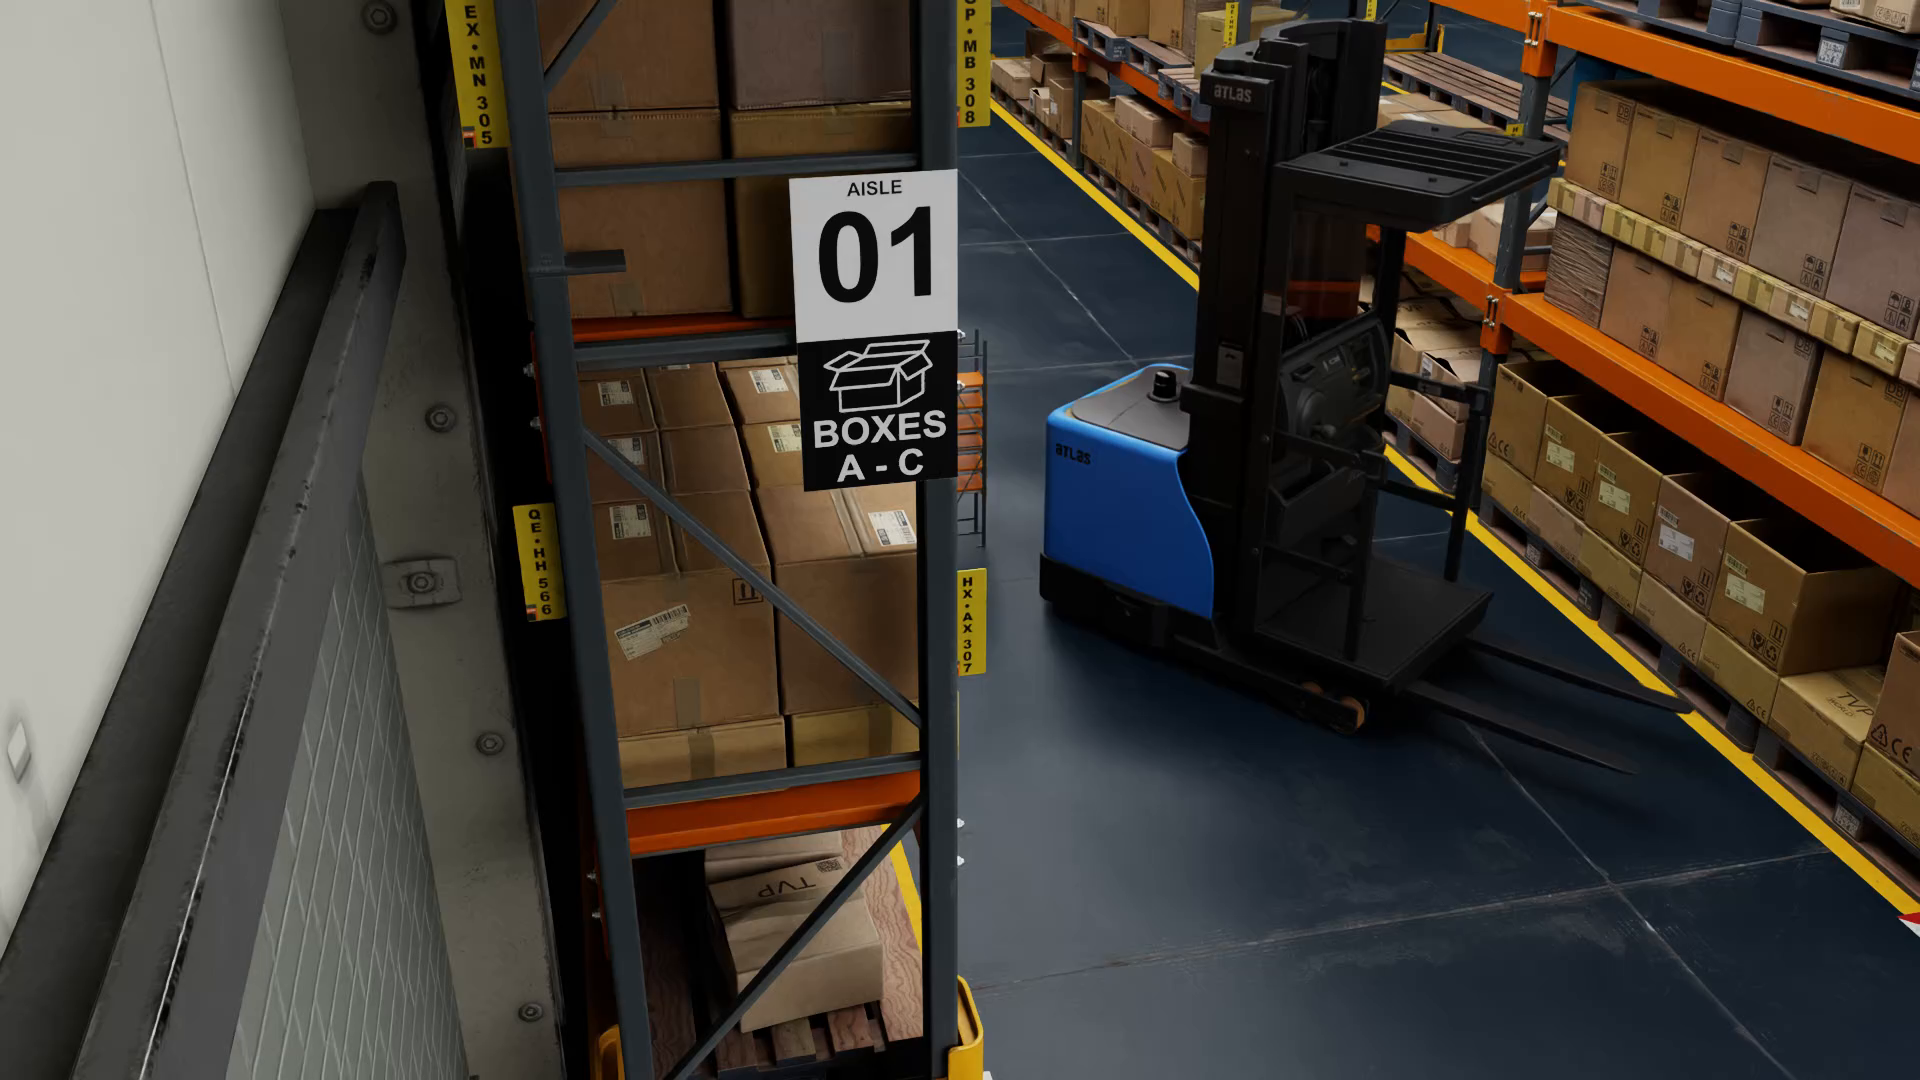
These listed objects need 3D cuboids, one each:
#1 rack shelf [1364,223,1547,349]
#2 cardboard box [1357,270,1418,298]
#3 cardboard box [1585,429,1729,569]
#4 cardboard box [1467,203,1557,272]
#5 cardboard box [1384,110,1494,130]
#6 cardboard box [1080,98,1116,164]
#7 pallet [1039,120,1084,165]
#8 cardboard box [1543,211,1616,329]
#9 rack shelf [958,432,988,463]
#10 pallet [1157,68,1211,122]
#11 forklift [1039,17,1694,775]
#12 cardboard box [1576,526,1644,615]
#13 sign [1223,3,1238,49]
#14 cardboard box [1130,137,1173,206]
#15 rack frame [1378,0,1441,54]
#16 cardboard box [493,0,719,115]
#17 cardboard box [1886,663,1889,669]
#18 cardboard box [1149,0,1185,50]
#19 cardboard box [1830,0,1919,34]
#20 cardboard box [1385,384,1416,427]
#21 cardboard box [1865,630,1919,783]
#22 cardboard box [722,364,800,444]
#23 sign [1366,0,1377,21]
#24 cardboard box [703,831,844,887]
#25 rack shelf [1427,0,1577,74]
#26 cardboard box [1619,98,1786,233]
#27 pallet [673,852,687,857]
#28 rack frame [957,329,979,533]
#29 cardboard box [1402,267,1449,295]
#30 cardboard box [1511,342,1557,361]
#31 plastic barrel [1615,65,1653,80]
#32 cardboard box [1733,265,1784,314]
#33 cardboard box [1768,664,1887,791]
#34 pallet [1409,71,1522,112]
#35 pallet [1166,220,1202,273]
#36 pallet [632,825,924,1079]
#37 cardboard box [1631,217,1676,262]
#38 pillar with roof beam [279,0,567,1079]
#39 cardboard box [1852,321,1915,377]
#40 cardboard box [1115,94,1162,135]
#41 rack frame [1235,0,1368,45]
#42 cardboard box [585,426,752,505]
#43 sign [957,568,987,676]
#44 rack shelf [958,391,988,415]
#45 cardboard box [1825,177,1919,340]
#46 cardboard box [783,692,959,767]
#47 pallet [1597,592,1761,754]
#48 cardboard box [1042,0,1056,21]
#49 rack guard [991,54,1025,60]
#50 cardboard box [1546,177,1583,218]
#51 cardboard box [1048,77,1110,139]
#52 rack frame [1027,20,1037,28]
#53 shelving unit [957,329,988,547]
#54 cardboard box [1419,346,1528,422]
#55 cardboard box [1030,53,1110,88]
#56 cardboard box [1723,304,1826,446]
[{"bbox_3d":[2.967,-2.150,10.979,1.077,0.370,4.000,-6,27,-12],"label":"rack shelf"},{"bbox_3d":[2.704,-1.620,11.094,0.500,0.311,0.500,-6,27,-12],"label":"cardboard box"},{"bbox_3d":[3.442,-0.214,8.097,0.500,0.500,0.500,-6,27,-12],"label":"cardboard box"},{"bbox_3d":[3.264,-1.738,9.531,0.500,0.250,0.500,-4,27,-8],"label":"cardboard box"},{"bbox_3d":[3.029,-2.428,10.620,0.500,0.500,0.500,-6,27,-12],"label":"cardboard box"},{"bbox_3d":[1.486,-3.949,16.030,0.500,0.500,0.500,-7,28,-14],"label":"cardboard box"},{"bbox_3d":[1.461,-4.162,17.262,1.003,0.211,1.213,-6,27,-12],"label":"pallet"},{"bbox_3d":[3.524,-1.444,8.670,0.700,0.500,0.500,-7,28,-13],"label":"cardboard box"},{"bbox_3d":[0.003,-0.490,8.987,0.258,0.103,0.180,-6,27,-12],"label":"rack shelf"},{"bbox_3d":[2.295,-3.554,13.175,1.213,0.211,1.003,-6,27,-12],"label":"pallet"},{"bbox_3d":[1.855,-0.702,7.387,3.031,2.935,1.130,21,34,36],"label":"forklift"},{"bbox_3d":[3.442,0.121,8.266,0.500,0.250,0.500,-6,27,-12],"label":"cardboard box"},{"bbox_3d":[1.989,-3.771,12.196,0.100,0.325,0.005,-6,27,-12],"label":"sign"},{"bbox_3d":[1.836,-3.273,14.692,0.500,0.500,0.500,-7,28,-14],"label":"cardboard box"},{"bbox_3d":[5.540,-7.363,20.508,1.000,3.000,0.127,-6,27,-12],"label":"rack frame"},{"bbox_3d":[-0.858,-1.334,3.993,0.500,0.500,0.500,-5,27,-9],"label":"cardboard box"},{"bbox_3d":[4.298,0.726,7.069,0.500,0.250,0.500,-6,27,-12],"label":"cardboard box"},{"bbox_3d":[2.073,-4.568,14.394,0.700,0.500,0.500,-13,30,-25],"label":"cardboard box"},{"bbox_3d":[3.677,-2.109,6.249,0.500,0.311,0.500,-3,27,-6],"label":"cardboard box"},{"bbox_3d":[2.929,-0.928,10.345,0.500,0.250,0.500,-6,27,-12],"label":"cardboard box"},{"bbox_3d":[3.908,0.663,6.361,0.500,0.500,0.500,-6,27,-12],"label":"cardboard box"},{"bbox_3d":[-0.533,-0.295,5.817,0.500,0.500,0.500,-7,28,-13],"label":"cardboard box"},{"bbox_3d":[3.056,-3.924,12.410,0.100,0.325,0.005,-6,27,-12],"label":"sign"},{"bbox_3d":[-0.703,1.108,6.221,0.500,0.311,0.500,-4,27,-7],"label":"cardboard box"},{"bbox_3d":[2.967,-3.489,10.303,1.077,0.370,4.000,-6,27,-12],"label":"rack shelf"},{"bbox_3d":[3.639,-1.801,7.939,0.700,0.500,0.500,-6,27,-12],"label":"cardboard box"},{"bbox_3d":[-0.944,0.984,7.066,1.003,0.211,1.213,-6,27,-12],"label":"pallet"},{"bbox_3d":[-0.017,-0.569,9.047,0.240,1.200,0.006,-6,27,-12],"label":"rack frame"},{"bbox_3d":[3.219,-1.685,11.223,0.500,0.311,0.500,-5,27,-10],"label":"cardboard box"},{"bbox_3d":[3.567,-1.010,9.886,0.500,0.311,0.500,-6,27,-11],"label":"cardboard box"},{"bbox_3d":[6.707,-4.306,16.315,0.600,0.901,0.708,-6,27,-12],"label":"plastic barrel"},{"bbox_3d":[3.642,-1.110,7.290,0.380,0.149,0.250,-6,27,-12],"label":"cardboard box"},{"bbox_3d":[3.786,0.779,6.963,0.500,0.250,0.500,-6,27,-12],"label":"cardboard box"},{"bbox_3d":[5.959,-5.217,19.352,1.003,0.211,1.213,-6,27,-12],"label":"pallet"},{"bbox_3d":[2.385,-2.436,13.842,1.003,0.211,1.213,-6,27,-12],"label":"pallet"},{"bbox_3d":[-0.672,1.519,6.007,1.003,0.211,1.213,-6,27,-12],"label":"pallet"},{"bbox_3d":[3.466,-1.451,7.966,0.380,0.149,0.250,-6,27,-12],"label":"cardboard box"},{"bbox_3d":[2.687,-2.667,4.548,9.100,9.000,0.400,-6,27,-12],"label":"pillar with roof beam"},{"bbox_3d":[3.815,-0.773,6.621,0.380,0.149,0.250,-5,27,-10],"label":"cardboard box"},{"bbox_3d":[1.712,-3.844,14.991,0.500,0.250,0.500,-6,27,-11],"label":"cardboard box"},{"bbox_3d":[2.516,-3.349,12.557,1.000,3.000,0.127,-6,27,-12],"label":"rack frame"},{"bbox_3d":[-0.924,-0.017,5.266,0.500,0.500,0.500,-6,27,-11],"label":"cardboard box"},{"bbox_3d":[0.022,0.226,4.513,0.100,0.325,0.005,-6,27,-12],"label":"sign"},{"bbox_3d":[0.003,-0.704,8.879,0.258,0.103,0.180,-6,27,-12],"label":"rack shelf"},{"bbox_3d":[3.976,-1.142,6.633,0.700,0.500,0.500,-6,27,-11],"label":"cardboard box"},{"bbox_3d":[-0.307,0.479,5.116,0.500,0.250,0.500,-7,28,-13],"label":"cardboard box"},{"bbox_3d":[3.834,0.542,7.942,1.003,0.211,1.213,-6,27,-12],"label":"pallet"},{"bbox_3d":[1.134,-5.569,16.844,0.500,0.500,0.500,-5,27,-10],"label":"cardboard box"},{"bbox_3d":[0.730,-5.712,20.012,1.175,0.500,0.348,-6,27,-12],"label":"rack guard"},{"bbox_3d":[3.289,-1.790,8.636,0.380,0.149,0.250,-6,27,-12],"label":"cardboard box"},{"bbox_3d":[1.210,-4.407,16.938,0.500,0.500,0.500,-6,27,-12],"label":"cardboard box"},{"bbox_3d":[0.713,-6.861,19.515,1.000,3.000,0.127,-6,27,-12],"label":"rack frame"},{"bbox_3d":[0.003,-0.529,8.967,0.258,1.200,0.189,-6,27,-12],"label":"shelving unit"},{"bbox_3d":[3.047,-0.952,9.771,0.500,0.311,0.500,-6,27,-12],"label":"cardboard box"},{"bbox_3d":[1.186,-5.011,18.132,0.797,0.503,0.637,-6,27,-12],"label":"cardboard box"},{"bbox_3d":[3.875,-0.767,7.330,0.700,0.500,0.500,-5,27,-10],"label":"cardboard box"}]
